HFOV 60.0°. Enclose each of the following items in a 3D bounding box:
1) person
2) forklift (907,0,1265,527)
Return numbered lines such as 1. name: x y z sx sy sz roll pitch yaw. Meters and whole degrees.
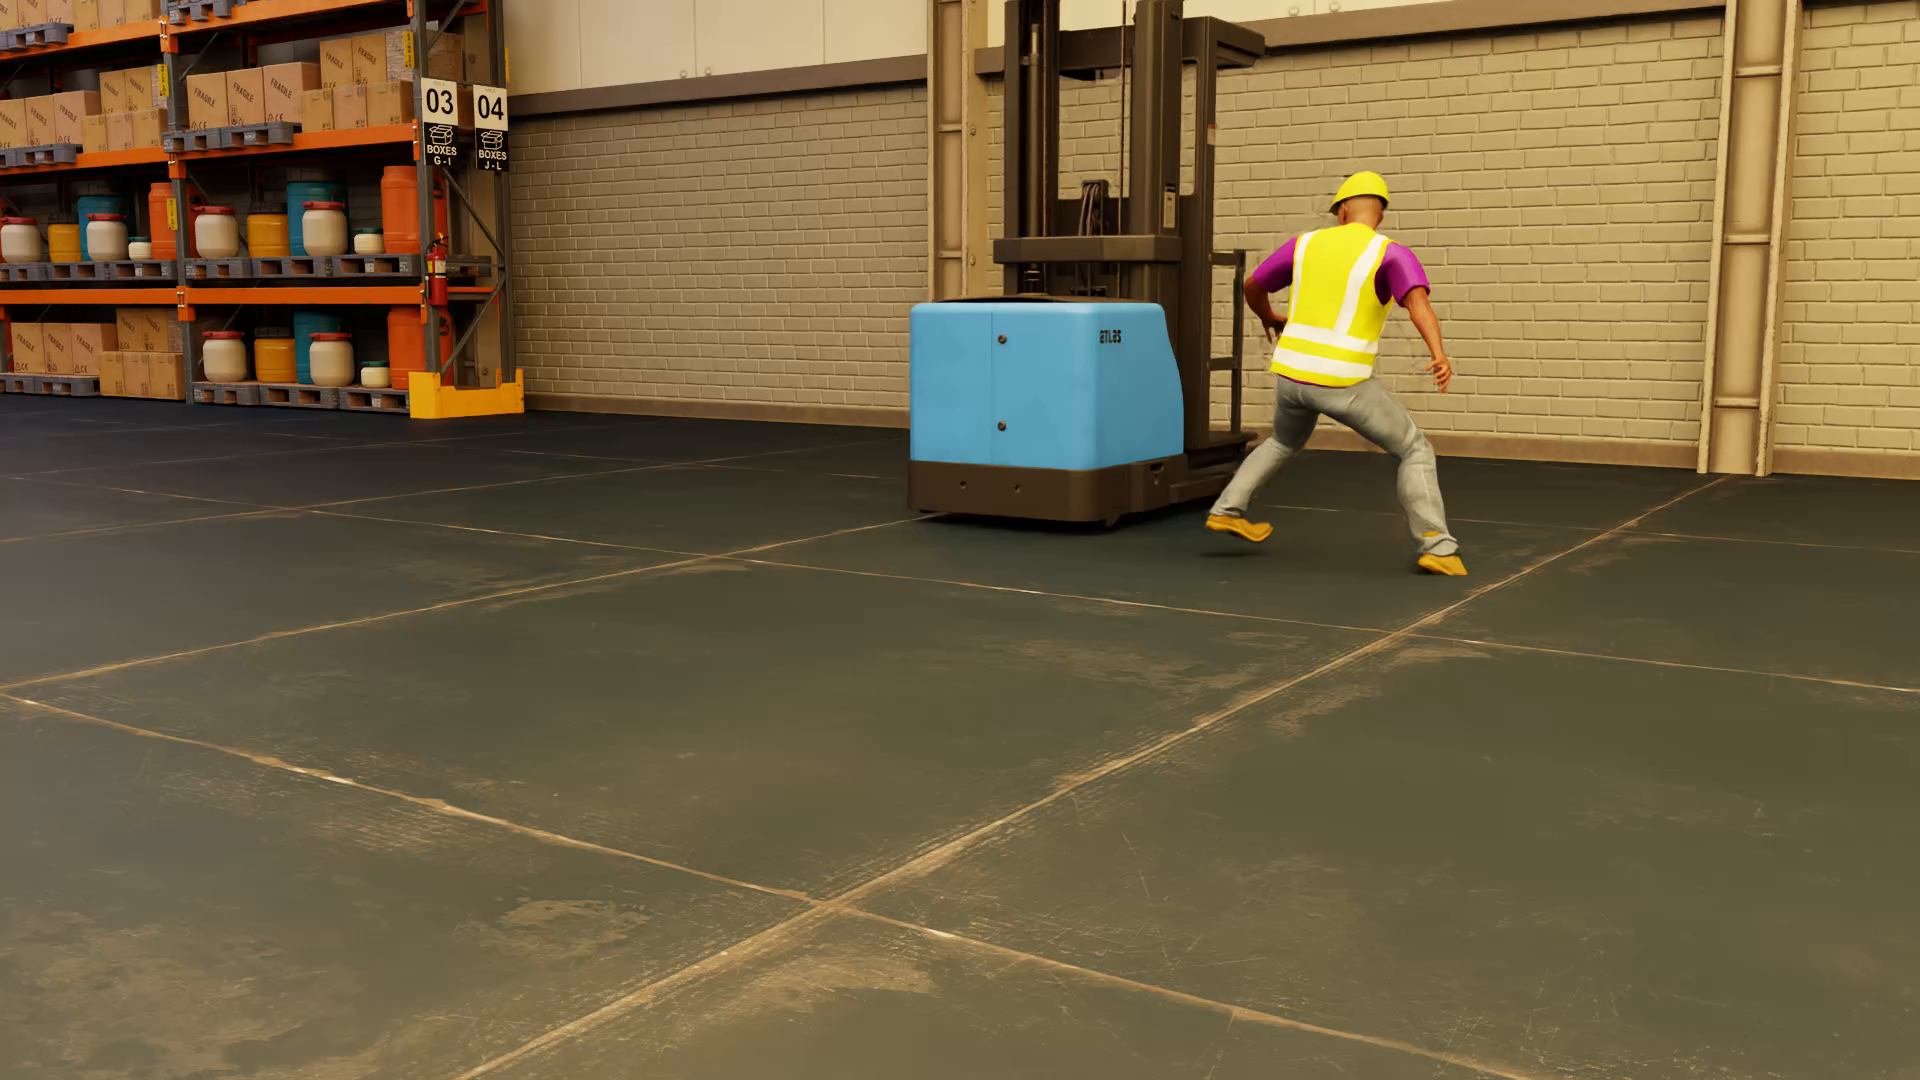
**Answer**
1. person: 1.592 -0.644 6.780 0.547 1.705 1.194 -6 10 -38
2. forklift: 0.950 -1.677 8.986 1.130 2.935 3.031 5 10 32
